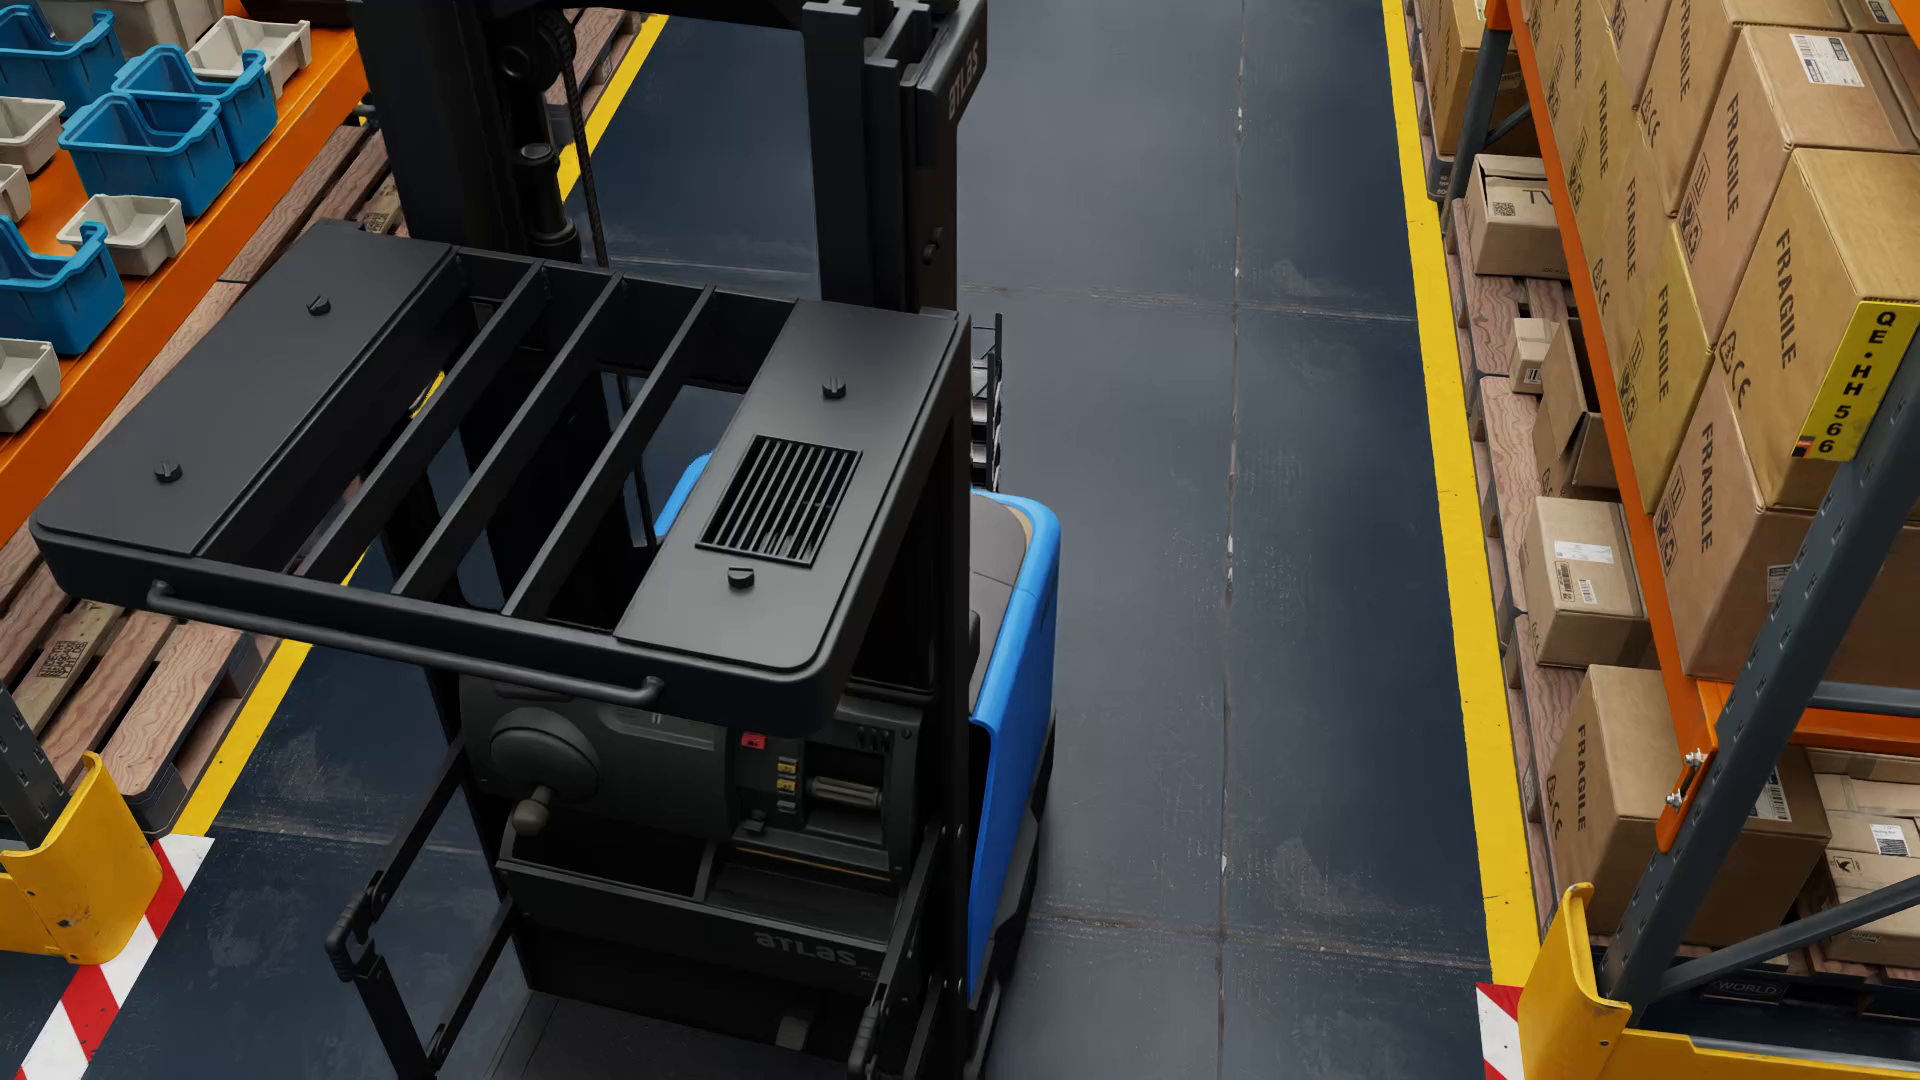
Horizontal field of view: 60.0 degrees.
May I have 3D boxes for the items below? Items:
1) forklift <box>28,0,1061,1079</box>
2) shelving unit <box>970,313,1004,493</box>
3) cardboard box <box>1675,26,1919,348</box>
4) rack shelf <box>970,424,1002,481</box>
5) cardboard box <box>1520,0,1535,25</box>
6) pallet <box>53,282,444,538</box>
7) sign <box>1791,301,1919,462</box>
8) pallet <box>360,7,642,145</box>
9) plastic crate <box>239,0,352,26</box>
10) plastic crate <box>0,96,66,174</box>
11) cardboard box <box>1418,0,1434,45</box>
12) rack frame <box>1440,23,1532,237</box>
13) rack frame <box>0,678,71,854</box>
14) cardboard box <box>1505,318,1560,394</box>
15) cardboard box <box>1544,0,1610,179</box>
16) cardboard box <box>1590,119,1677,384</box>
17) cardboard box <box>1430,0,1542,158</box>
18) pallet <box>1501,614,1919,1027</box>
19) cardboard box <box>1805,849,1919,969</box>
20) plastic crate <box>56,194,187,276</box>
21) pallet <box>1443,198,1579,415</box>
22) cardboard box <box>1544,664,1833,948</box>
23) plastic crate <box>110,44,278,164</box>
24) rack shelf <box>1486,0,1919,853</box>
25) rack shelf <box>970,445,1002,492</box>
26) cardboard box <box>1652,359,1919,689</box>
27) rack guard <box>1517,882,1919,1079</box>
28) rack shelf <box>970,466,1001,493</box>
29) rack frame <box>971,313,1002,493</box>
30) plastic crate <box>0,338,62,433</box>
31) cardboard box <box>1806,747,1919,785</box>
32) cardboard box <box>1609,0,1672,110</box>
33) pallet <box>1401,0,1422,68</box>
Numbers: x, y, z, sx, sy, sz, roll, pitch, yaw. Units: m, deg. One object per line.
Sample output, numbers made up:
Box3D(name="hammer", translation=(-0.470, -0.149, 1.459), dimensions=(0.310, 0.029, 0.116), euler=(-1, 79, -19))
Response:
Box3D(name="forklift", translation=(-0.582, 0.519, 3.070), dimensions=(1.130, 2.935, 3.031), euler=(10, 44, 10))
Box3D(name="shelving unit", translation=(-0.001, -0.321, 5.435), dimensions=(0.258, 0.900, 0.210), euler=(5, 44, 6))
Box3D(name="cardboard box", translation=(1.891, -0.732, 3.541), dimensions=(0.500, 0.500, 0.500), euler=(6, 44, 7))
Box3D(name="rack shelf", translation=(-0.001, -0.297, 5.458), dimensions=(0.258, 0.077, 0.200), euler=(5, 44, 6))
Box3D(name="cardboard box", translation=(2.230, -2.100, 5.713), dimensions=(0.500, 0.500, 0.500), euler=(6, 44, 7))
Box3D(name="pallet", translation=(-2.560, -0.488, 6.112), dimensions=(1.003, 0.211, 1.213), euler=(5, 44, 6))
Box3D(name="sign", translation=(1.491, -0.259, 2.770), dimensions=(0.100, 0.325, 0.005), euler=(5, 44, 6))
Box3D(name="pallet", translation=(-2.199, -2.348, 8.077), dimensions=(1.003, 0.211, 1.213), euler=(5, 44, 6))
Box3D(name="plastic crate", translation=(-2.224, -1.973, 5.809), dimensions=(0.437, 0.125, 0.590), euler=(5, 44, 6))
Box3D(name="plastic crate", translation=(-2.857, -1.203, 4.987), dimensions=(0.298, 0.136, 0.250), euler=(5, 44, 6))
Box3D(name="cardboard box", translation=(2.489, -2.678, 7.895), dimensions=(0.500, 0.500, 0.500), euler=(6, 44, 6))
Box3D(name="rack frame", translation=(2.567, -2.386, 6.088), dimensions=(1.000, 3.000, 0.127), euler=(5, 44, 6))
Box3D(name="rack frame", translation=(-2.871, -0.113, 3.687), dimensions=(1.000, 3.000, 0.127), euler=(5, 44, 6))
Box3D(name="cardboard box", translation=(2.193, -0.660, 6.006), dimensions=(0.380, 0.166, 0.250), euler=(5, 44, 6))
Box3D(name="cardboard box", translation=(2.097, -1.410, 4.984), dimensions=(0.500, 0.500, 0.500), euler=(5, 44, 5))
Box3D(name="cardboard box", translation=(1.964, -0.720, 4.256), dimensions=(0.500, 0.500, 0.500), euler=(6, 44, 6))
Box3D(name="cardboard box", translation=(2.348, -2.000, 7.179), dimensions=(0.500, 0.500, 0.500), euler=(5, 44, 5))
Box3D(name="pallet", translation=(2.153, 0.758, 4.797), dimensions=(1.003, 0.211, 1.213), euler=(5, 44, 6))
Box3D(name="cardboard box", translation=(2.435, 0.961, 4.306), dimensions=(0.380, 0.149, 0.250), euler=(5, 44, 6))
Box3D(name="plastic crate", translation=(-2.298, -0.850, 4.615), dimensions=(0.250, 0.136, 0.298), euler=(5, 44, 6))
Box3D(name="pallet", translation=(2.476, -0.905, 6.553), dimensions=(1.003, 0.211, 1.213), euler=(5, 44, 6))
Box3D(name="cardboard box", translation=(1.866, 0.695, 4.332), dimensions=(0.500, 0.500, 0.500), euler=(5, 44, 6))
Box3D(name="plastic crate", translation=(-2.298, -1.314, 5.034), dimensions=(0.416, 0.233, 0.300), euler=(5, 44, 6))
Box3D(name="rack shelf", translation=(2.303, -0.762, 4.896), dimensions=(1.077, 0.370, 4.000), euler=(5, 44, 6))
Box3D(name="rack shelf", translation=(-0.001, -0.232, 5.520), dimensions=(0.258, 0.077, 0.200), euler=(5, 44, 6))
Box3D(name="cardboard box", translation=(1.828, -0.026, 3.523), dimensions=(0.500, 0.500, 0.500), euler=(6, 44, 7))
Box3D(name="rack guard", translation=(2.049, 1.196, 4.123), dimensions=(1.175, 0.500, 0.348), euler=(5, 44, 6))
Box3D(name="rack shelf", translation=(-0.001, -0.166, 5.581), dimensions=(0.258, 0.077, 0.200), euler=(5, 44, 6))
Box3D(name="rack frame", translation=(0.012, -0.391, 5.508), dimensions=(0.240, 0.900, 0.006), euler=(5, 44, 6))
Box3D(name="plastic crate", translation=(-2.387, -0.388, 4.126), dimensions=(0.250, 0.136, 0.298), euler=(5, 44, 6))
Box3D(name="cardboard box", translation=(2.458, 0.493, 4.727), dimensions=(0.500, 0.250, 0.500), euler=(5, 44, 6))
Box3D(name="cardboard box", translation=(2.023, -1.436, 4.285), dimensions=(0.500, 0.500, 0.500), euler=(6, 44, 7))
Box3D(name="pallet", translation=(2.796, -2.765, 8.517), dimensions=(1.003, 0.211, 1.213), euler=(5, 44, 6))
